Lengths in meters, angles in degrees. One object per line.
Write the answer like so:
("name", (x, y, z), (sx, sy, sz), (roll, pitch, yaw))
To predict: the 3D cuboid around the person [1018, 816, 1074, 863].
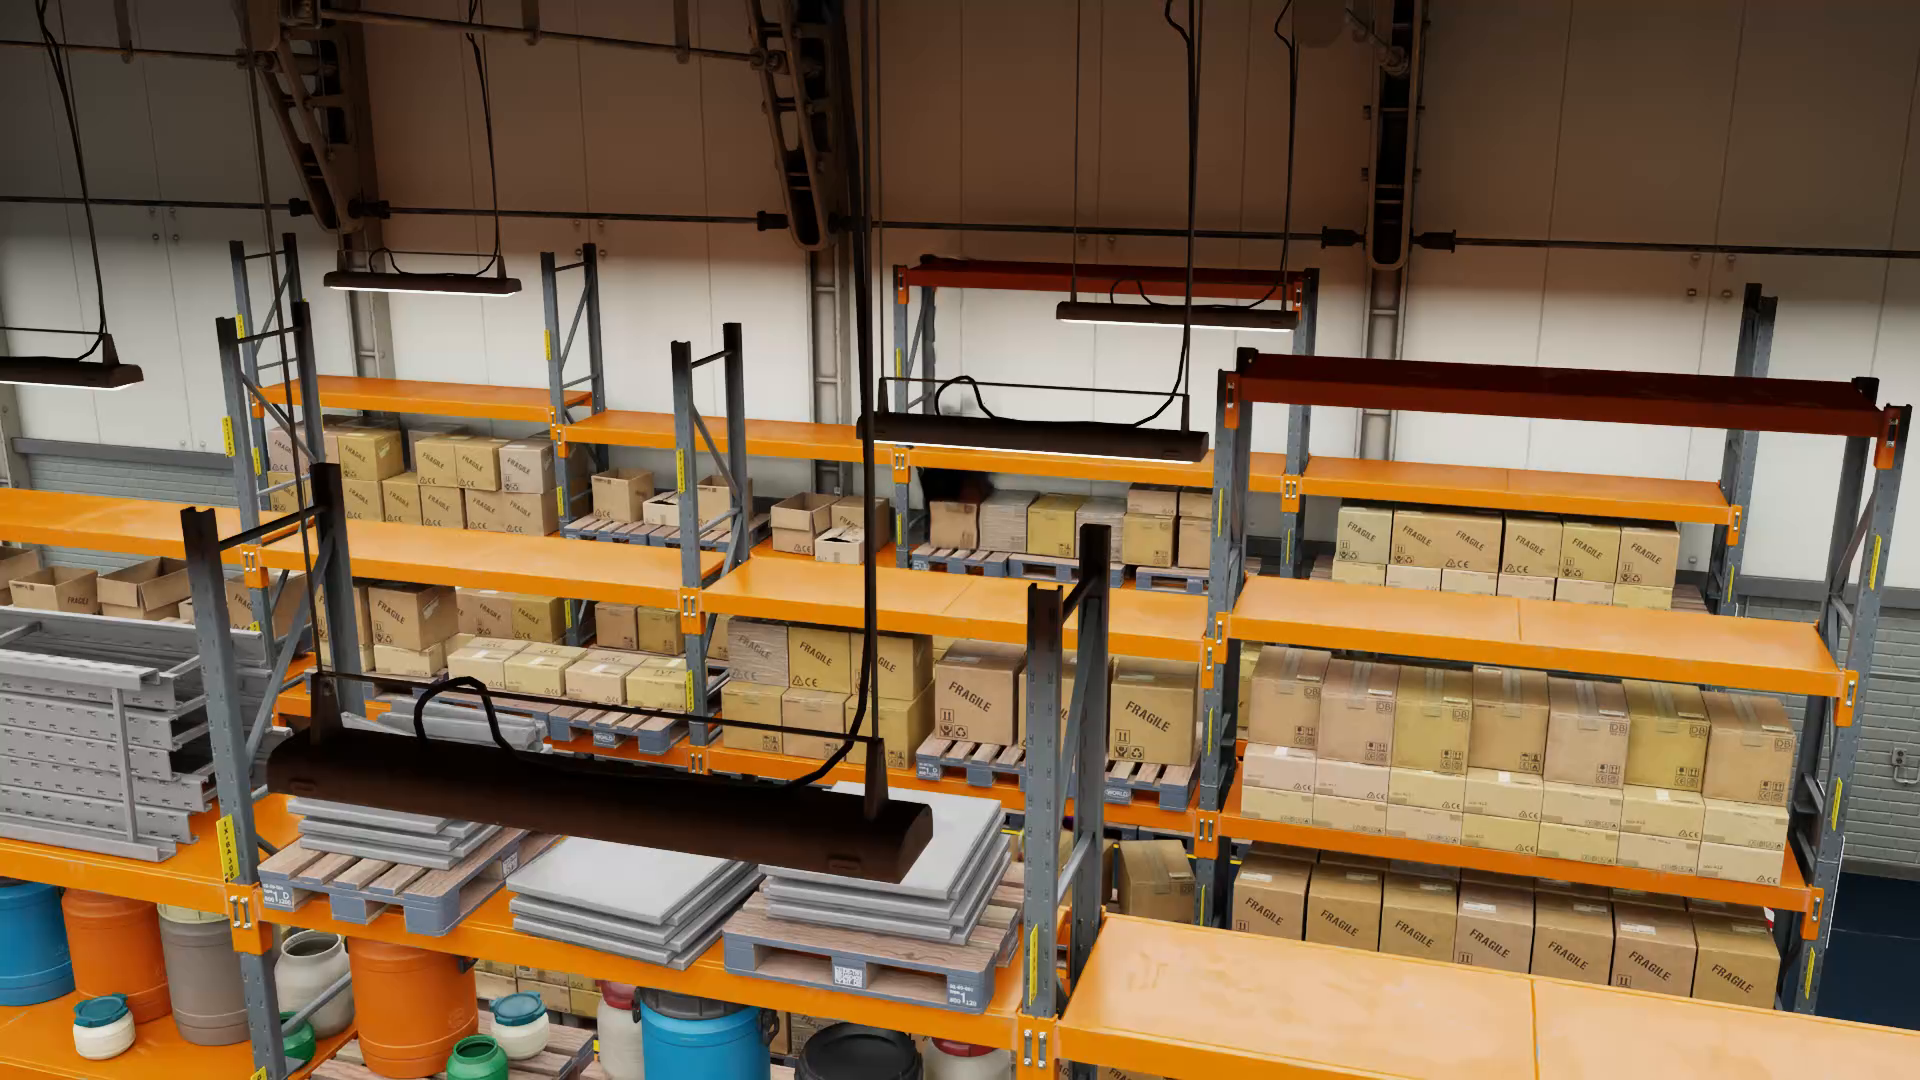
("person", (0.747, 3.005, 15.024), (0.988, 1.759, 0.697), (4, 17, 15))
